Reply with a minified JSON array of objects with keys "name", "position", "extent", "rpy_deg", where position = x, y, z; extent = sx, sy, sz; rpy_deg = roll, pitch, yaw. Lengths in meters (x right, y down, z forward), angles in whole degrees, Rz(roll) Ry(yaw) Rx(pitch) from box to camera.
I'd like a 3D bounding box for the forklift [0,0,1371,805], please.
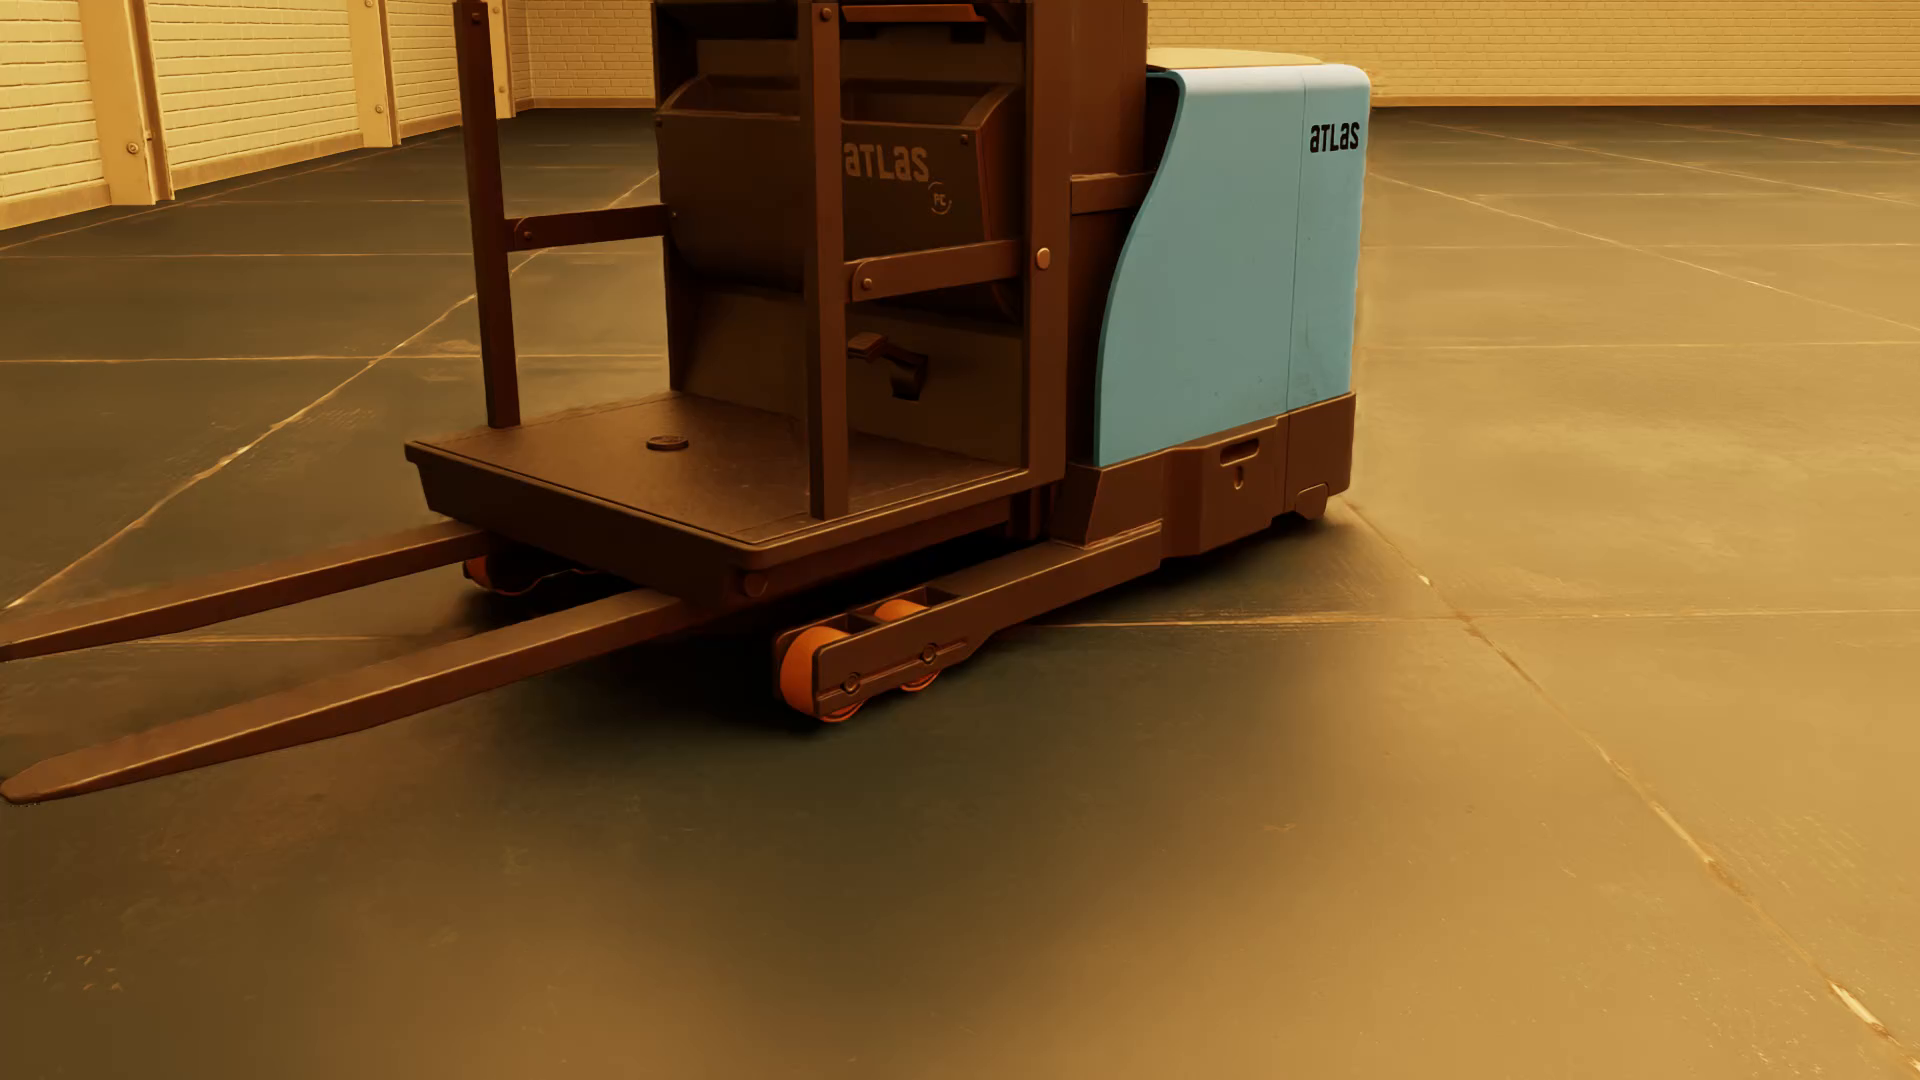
[{"name":"forklift","position":[-0.405,-1.252,3.000],"extent":[1.130,2.935,3.031],"rpy_deg":[15,23,40]}]
